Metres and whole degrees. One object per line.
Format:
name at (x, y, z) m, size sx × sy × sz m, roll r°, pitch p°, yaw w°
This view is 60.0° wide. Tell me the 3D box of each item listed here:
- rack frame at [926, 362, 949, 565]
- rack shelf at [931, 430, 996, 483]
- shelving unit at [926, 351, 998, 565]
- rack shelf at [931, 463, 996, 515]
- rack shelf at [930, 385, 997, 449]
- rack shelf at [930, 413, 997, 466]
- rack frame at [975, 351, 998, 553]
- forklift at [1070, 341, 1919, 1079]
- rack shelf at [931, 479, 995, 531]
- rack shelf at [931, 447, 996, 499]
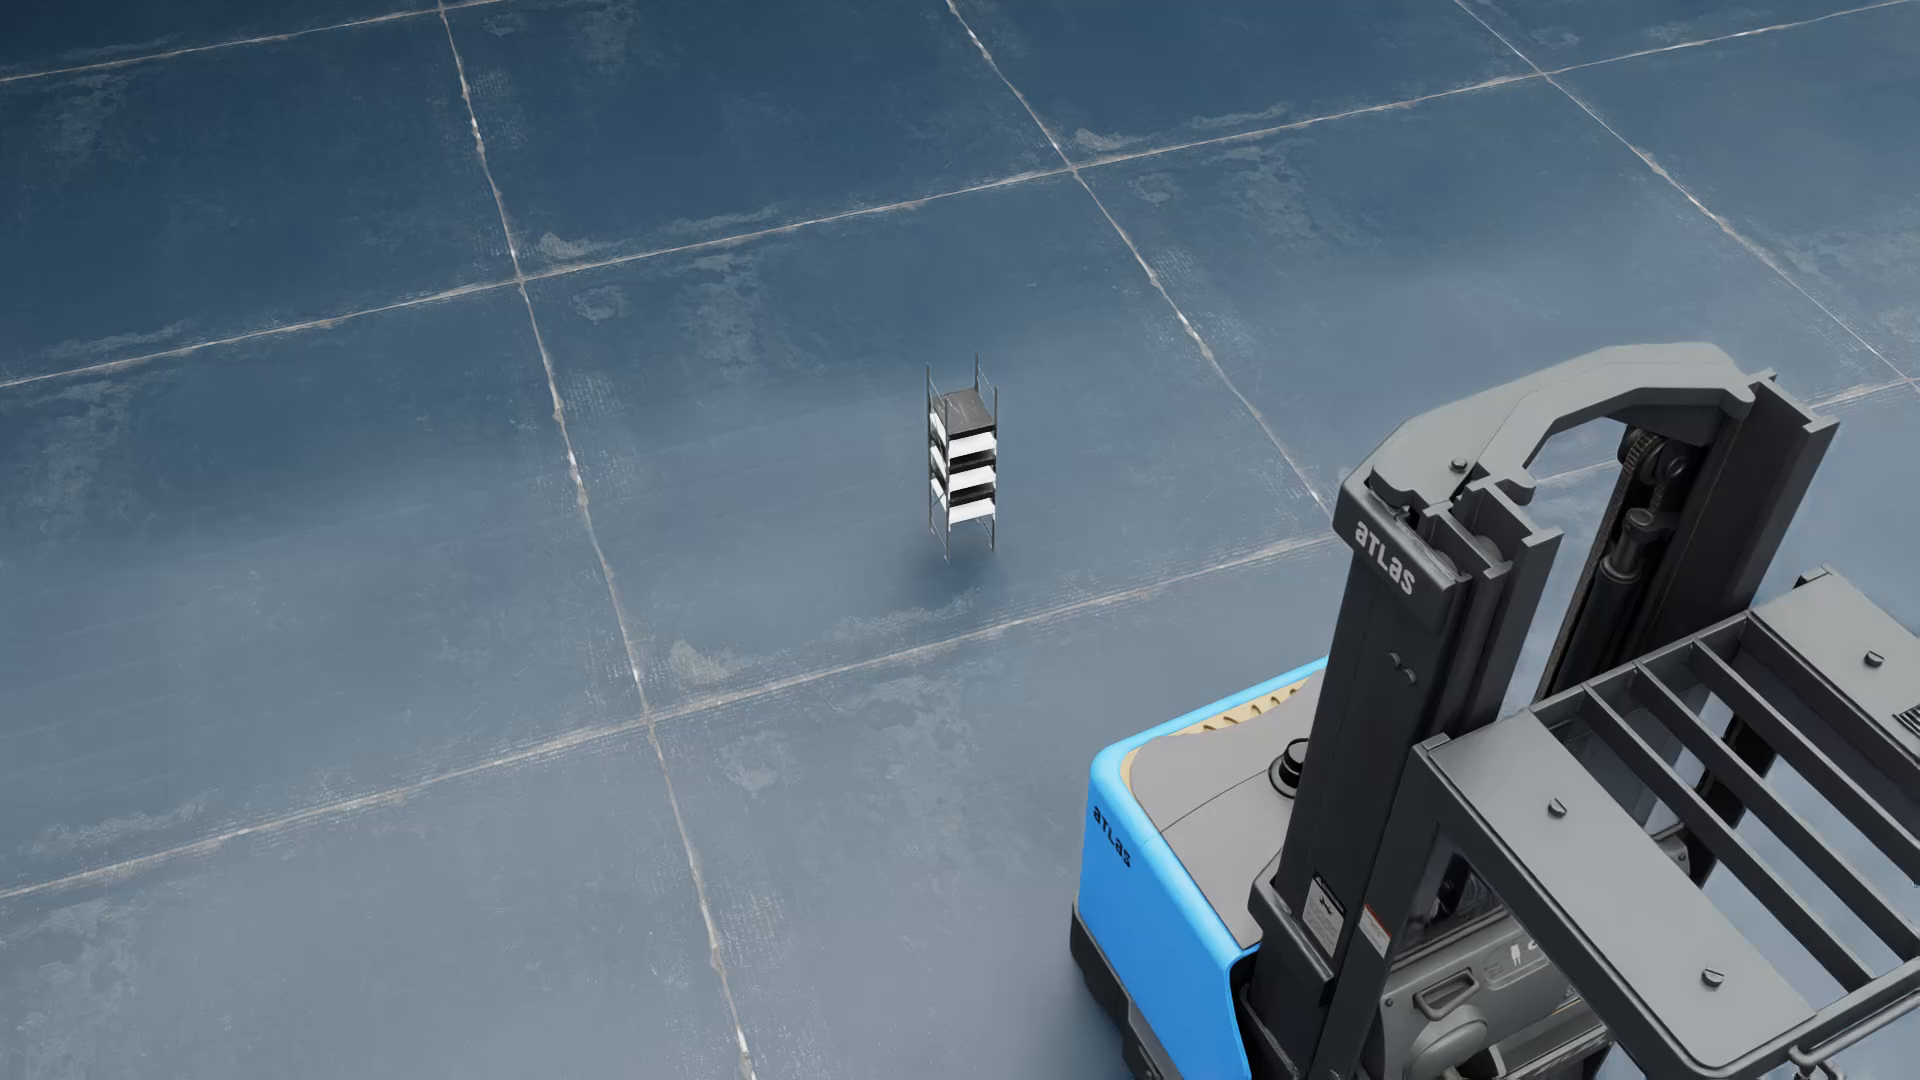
rack frame at (-0.088, -0.295, 6.718) m, size 0.006 × 0.900 × 0.240 m, roll -14°, pitch 47°, yaw -14°
rack shelf at (0.008, -0.360, 6.702) m, size 0.200 × 0.077 × 0.258 m, roll -14°, pitch 47°, yaw -14°
shelving unit at (0.008, -0.320, 6.743) m, size 0.210 × 0.900 × 0.258 m, roll -14°, pitch 47°, yaw -14°
rack shelf at (0.008, -0.233, 6.830) m, size 0.200 × 0.077 × 0.258 m, roll -14°, pitch 47°, yaw -14°
rack shelf at (0.008, -0.487, 6.575) m, size 0.200 × 0.077 × 0.258 m, roll -14°, pitch 47°, yaw -14°
rack shelf at (0.008, -0.423, 6.639) m, size 0.200 × 0.077 × 0.258 m, roll -14°, pitch 47°, yaw -14°
rack frame at (0.103, -0.344, 6.767) m, size 0.006 × 0.900 × 0.240 m, roll -14°, pitch 47°, yaw -14°
forklift at (1.479, 1.138, 3.856) m, size 1.130 × 2.935 × 3.031 m, roll -20°, pitch 48°, yaw -18°
rack shelf at (0.008, -0.169, 6.894) m, size 0.200 × 0.077 × 0.258 m, roll -14°, pitch 47°, yaw -14°
rack shelf at (0.008, -0.296, 6.766) m, size 0.200 × 0.077 × 0.258 m, roll -14°, pitch 47°, yaw -14°
